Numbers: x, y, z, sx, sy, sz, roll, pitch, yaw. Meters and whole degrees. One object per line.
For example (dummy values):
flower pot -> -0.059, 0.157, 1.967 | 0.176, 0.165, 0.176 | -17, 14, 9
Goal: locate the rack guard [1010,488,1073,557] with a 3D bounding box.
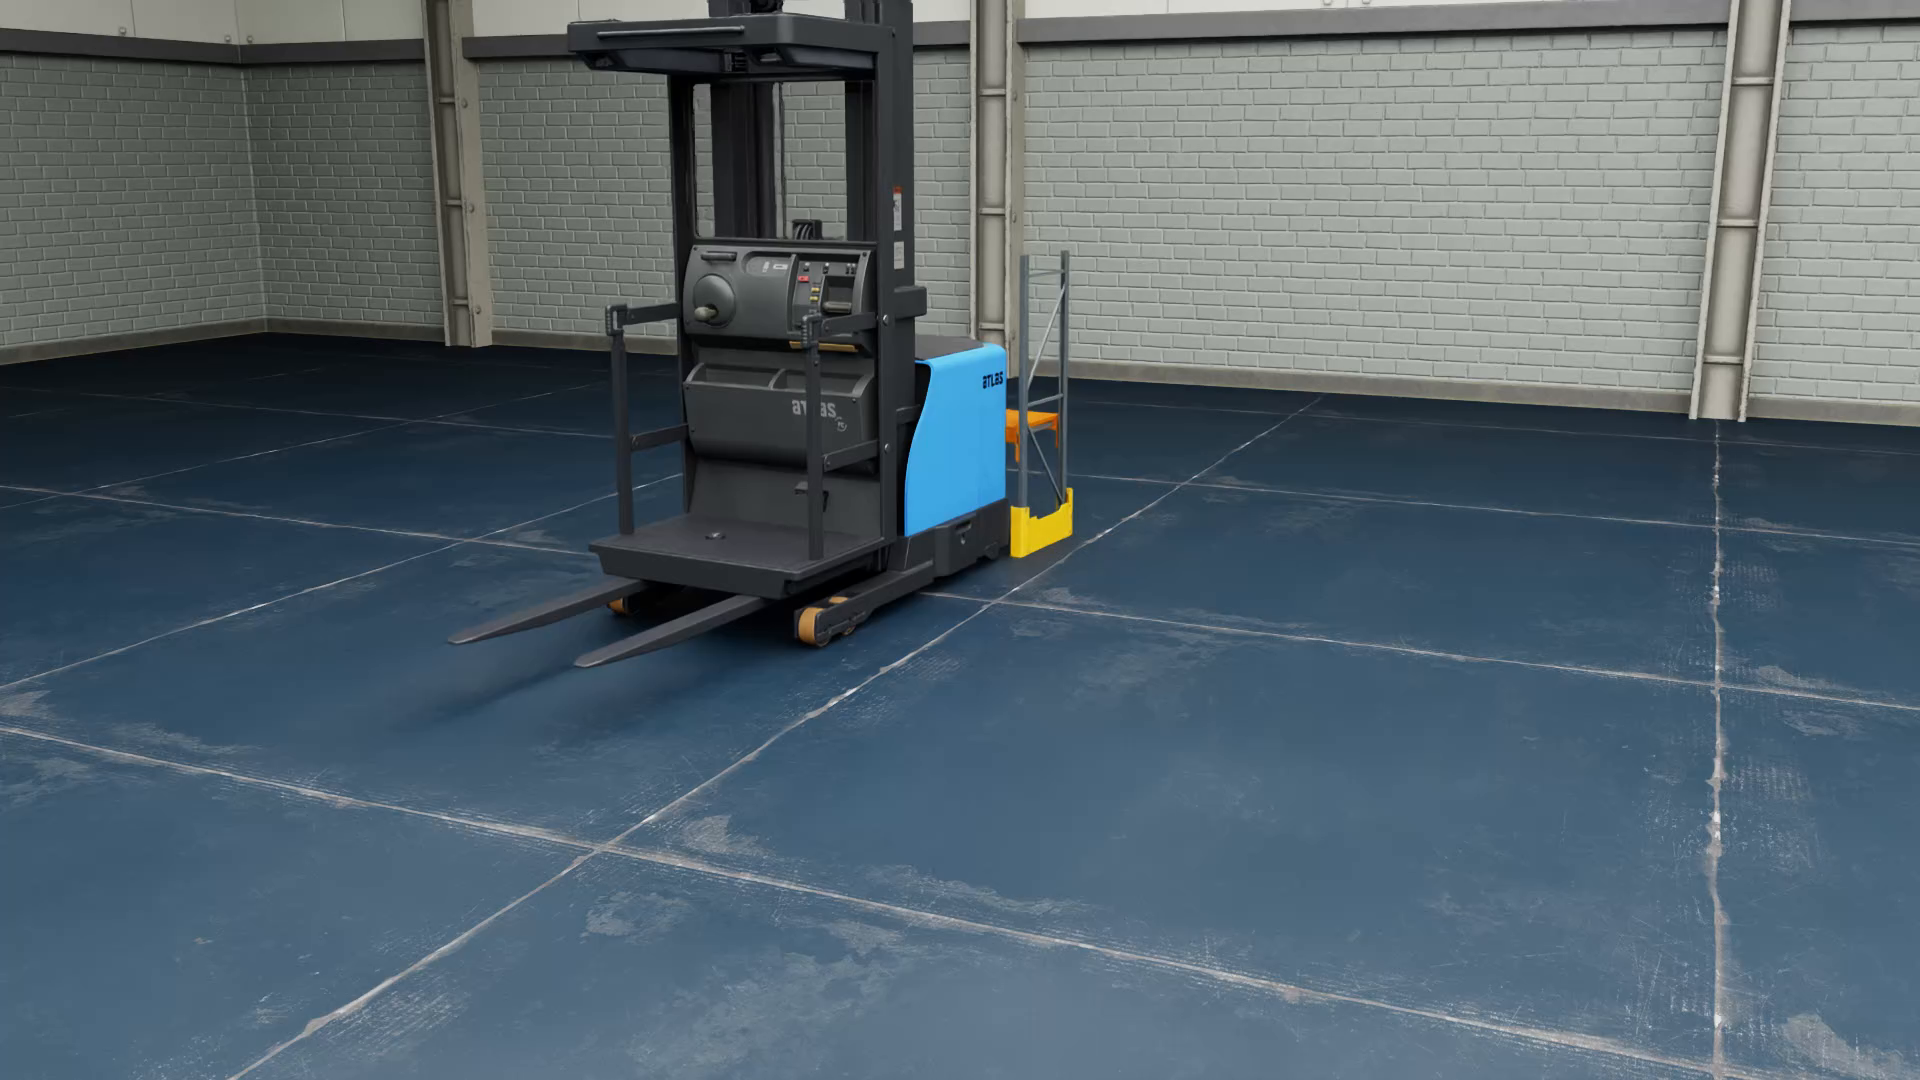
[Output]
rack guard -> 0.426, -0.099, 8.628 | 0.087, 0.250, 0.587 | 7, 15, 29

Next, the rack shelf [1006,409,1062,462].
rack shelf -> -0.016, -0.589, 8.768 | 1.000, 0.185, 0.538 | 7, 15, 29

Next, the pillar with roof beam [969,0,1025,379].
pillar with roof beam -> -1.417, -4.979, 10.274 | 0.400, 9.000, 9.100 | 6, 14, 23

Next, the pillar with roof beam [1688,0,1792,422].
pillar with roof beam -> 4.069, -4.423, 7.908 | 0.400, 9.000, 9.100 | 6, 14, 23

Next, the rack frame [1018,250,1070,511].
rack frame -> 0.427, -0.707, 8.484 | 0.032, 1.500, 0.500 | 7, 15, 29

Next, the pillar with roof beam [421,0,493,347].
pillar with roof beam -> -6.903, -5.534, 12.640 | 0.400, 9.000, 9.100 | 6, 14, 23

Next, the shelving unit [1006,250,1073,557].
shelving unit -> -0.008, -0.763, 8.723 | 1.083, 1.500, 0.587 | 7, 15, 29

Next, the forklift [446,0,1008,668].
forklift -> -0.900, -1.102, 7.036 | 1.130, 2.935, 3.031 | 7, 15, 27
